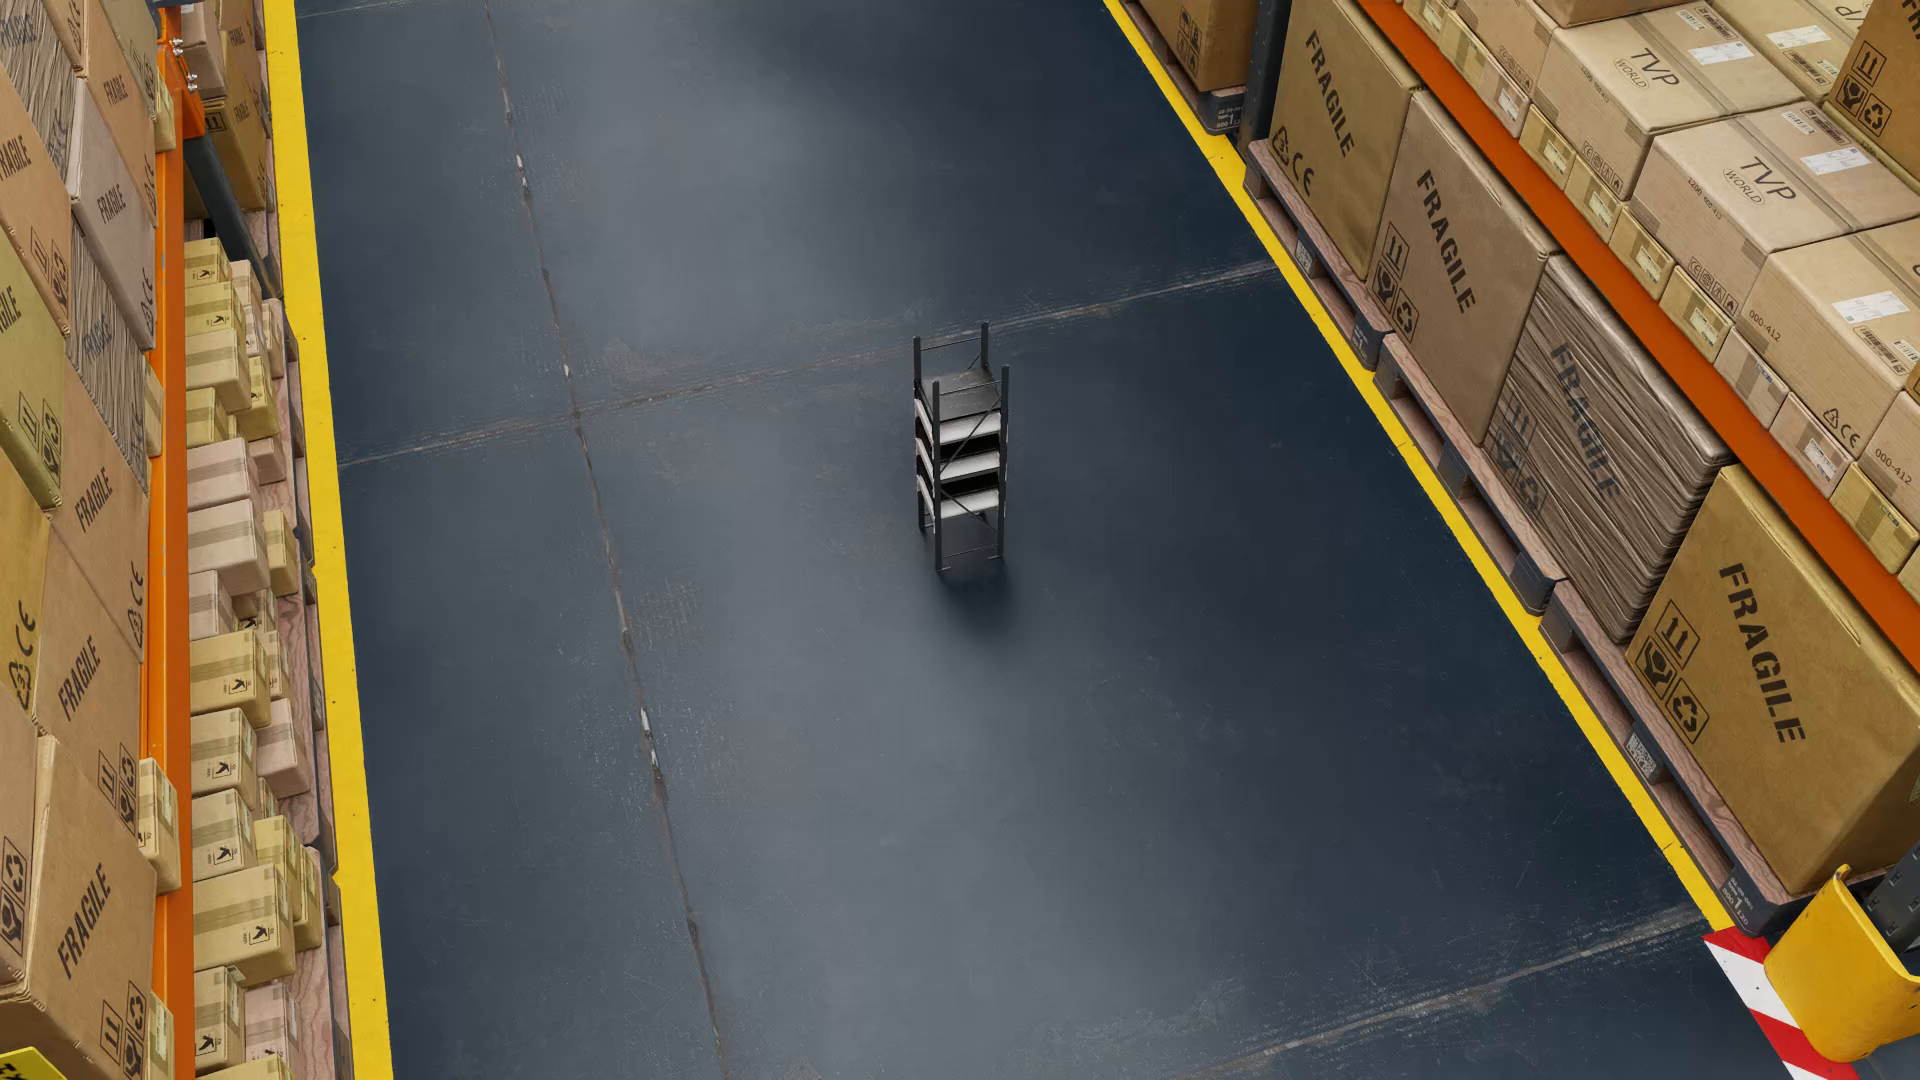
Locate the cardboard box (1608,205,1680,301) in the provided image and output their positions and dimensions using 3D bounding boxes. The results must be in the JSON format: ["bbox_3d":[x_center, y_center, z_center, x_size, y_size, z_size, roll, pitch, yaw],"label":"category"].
[{"bbox_3d":[2.067,-0.839,4.659,0.380,0.149,0.250,-13,51,-11],"label":"cardboard box"}]

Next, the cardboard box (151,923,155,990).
[{"bbox_3d":[-1.798,0.842,3.242,0.380,0.149,0.250,-12,51,-10],"label":"cardboard box"}]

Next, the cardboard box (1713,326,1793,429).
[{"bbox_3d":[2.223,-0.460,4.340,0.380,0.149,0.250,-13,51,-10],"label":"cardboard box"}]

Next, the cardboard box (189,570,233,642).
[{"bbox_3d":[-2.305,0.262,4.768,0.380,0.149,0.250,-13,51,-11],"label":"cardboard box"}]

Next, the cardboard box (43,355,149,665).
[{"bbox_3d":[-2.085,-0.016,3.541,0.500,0.500,0.500,-13,51,-10],"label":"cardboard box"}]

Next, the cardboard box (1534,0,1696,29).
[{"bbox_3d":[1.878,-1.862,4.771,0.500,0.500,0.500,-15,51,-12],"label":"cardboard box"}]

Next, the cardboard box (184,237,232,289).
[{"bbox_3d":[-2.730,-0.880,5.731,0.380,0.149,0.250,-12,51,-10],"label":"cardboard box"}]

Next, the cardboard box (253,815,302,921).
[{"bbox_3d":[-1.967,0.912,4.415,0.380,0.149,0.250,-12,51,-10],"label":"cardboard box"}]

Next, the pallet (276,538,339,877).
[{"bbox_3d":[-2.487,0.601,5.105,1.003,0.211,1.213,-13,51,-11],"label":"pallet"}]

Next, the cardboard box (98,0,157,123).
[{"bbox_3d":[-2.671,-1.512,4.802,0.500,0.500,0.500,-13,51,-11],"label":"cardboard box"}]

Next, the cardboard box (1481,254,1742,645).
[{"bbox_3d":[2.333,-0.364,5.210,0.875,0.875,0.875,-13,51,-11],"label":"cardboard box"}]

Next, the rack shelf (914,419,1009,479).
[{"bbox_3d":[0.002,-0.321,5.358,0.258,0.077,0.200,-13,51,-11],"label":"rack shelf"}]

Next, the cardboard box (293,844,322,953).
[{"bbox_3d":[-1.956,1.013,4.524,0.380,0.149,0.250,-13,51,-11],"label":"cardboard box"}]

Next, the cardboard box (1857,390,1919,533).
[{"bbox_3d":[2.470,-0.141,3.810,0.500,0.250,0.500,-14,51,-12],"label":"cardboard box"}]

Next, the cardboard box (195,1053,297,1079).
[{"bbox_3d":[-1.731,1.381,3.825,0.380,0.149,0.250,-15,52,-13],"label":"cardboard box"}]

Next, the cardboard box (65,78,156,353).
[{"bbox_3d":[-2.372,-0.769,4.176,0.500,0.500,0.500,-14,51,-11],"label":"cardboard box"}]

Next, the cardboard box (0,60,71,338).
[{"bbox_3d":[-2.222,-0.713,3.475,0.500,0.500,0.500,-15,51,-12],"label":"cardboard box"}]

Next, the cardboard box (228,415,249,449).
[{"bbox_3d":[-2.518,-0.235,5.382,0.380,0.149,0.250,-13,51,-11],"label":"cardboard box"}]

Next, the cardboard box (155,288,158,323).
[{"bbox_3d":[-2.412,-0.679,4.524,0.380,0.149,0.250,-15,52,-13],"label":"cardboard box"}]

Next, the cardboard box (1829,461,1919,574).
[{"bbox_3d":[2.369,-0.093,4.031,0.380,0.149,0.250,-13,51,-11],"label":"cardboard box"}]

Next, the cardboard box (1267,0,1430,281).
[{"bbox_3d":[1.803,-1.671,6.312,0.875,0.875,0.875,-13,51,-11],"label":"cardboard box"}]

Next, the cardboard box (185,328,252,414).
[{"bbox_3d":[-2.536,-0.522,5.429,0.380,0.149,0.250,-14,51,-11],"label":"cardboard box"}]

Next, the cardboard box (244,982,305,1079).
[{"bbox_3d":[-1.837,1.283,4.102,0.380,0.149,0.250,-14,51,-11],"label":"cardboard box"}]

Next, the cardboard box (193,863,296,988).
[{"bbox_3d":[-1.880,0.994,4.151,0.380,0.149,0.250,-13,51,-11],"label":"cardboard box"}]

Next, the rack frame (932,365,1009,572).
[{"bbox_3d":[0.032,-0.210,5.338,0.240,0.900,0.006,-13,51,-11],"label":"rack frame"}]

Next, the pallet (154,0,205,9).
[{"bbox_3d":[-3.171,-2.202,5.770,1.003,0.211,1.213,-13,51,-11],"label":"pallet"}]

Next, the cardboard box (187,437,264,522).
[{"bbox_3d":[-2.365,-0.138,5.105,0.380,0.149,0.250,-16,52,-13],"label":"cardboard box"}]

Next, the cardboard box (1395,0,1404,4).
[{"bbox_3d":[1.610,-1.964,5.608,0.380,0.149,0.250,-12,51,-10],"label":"cardboard box"}]

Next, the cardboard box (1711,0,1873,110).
[{"bbox_3d":[2.519,-1.384,4.858,0.500,0.250,0.500,-14,51,-12],"label":"cardboard box"}]

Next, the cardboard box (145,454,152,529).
[{"bbox_3d":[-2.193,-0.109,4.044,0.380,0.149,0.250,-12,51,-10],"label":"cardboard box"}]

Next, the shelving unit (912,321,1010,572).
[{"bbox_3d":[0.002,-0.284,5.401,0.258,0.900,0.210,-13,51,-11],"label":"shelving unit"}]

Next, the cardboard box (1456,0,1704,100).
[{"bbox_3d":[1.874,-1.624,5.061,0.500,0.250,0.500,-12,51,-10],"label":"cardboard box"}]

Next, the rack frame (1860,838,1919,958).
[{"bbox_3d":[2.867,0.201,3.619,1.000,3.000,0.127,-13,51,-11],"label":"rack frame"}]

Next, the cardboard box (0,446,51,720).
[{"bbox_3d":[-1.935,0.043,2.838,0.500,0.500,0.500,-12,51,-10],"label":"cardboard box"}]

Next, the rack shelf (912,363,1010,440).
[{"bbox_3d":[0.002,-0.437,5.220,0.258,0.077,0.200,-13,51,-11],"label":"rack shelf"}]

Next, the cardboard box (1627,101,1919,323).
[{"bbox_3d":[2.170,-0.883,4.436,0.500,0.250,0.500,-15,51,-12],"label":"cardboard box"}]

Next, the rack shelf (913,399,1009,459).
[{"bbox_3d":[0.002,-0.379,5.289,0.258,0.077,0.200,-13,51,-11],"label":"rack shelf"}]

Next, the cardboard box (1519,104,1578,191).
[{"bbox_3d":[1.917,-1.210,4.973,0.380,0.149,0.250,-15,51,-12],"label":"cardboard box"}]

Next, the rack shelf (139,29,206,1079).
[{"bbox_3d":[-2.492,0.020,4.242,1.077,0.370,4.000,-13,51,-11],"label":"rack shelf"}]

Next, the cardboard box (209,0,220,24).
[{"bbox_3d":[-3.210,-2.232,6.540,0.500,0.250,0.500,-12,51,-10],"label":"cardboard box"}]

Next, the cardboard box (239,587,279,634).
[{"bbox_3d":[-2.323,0.282,5.141,0.380,0.149,0.250,-12,51,-10],"label":"cardboard box"}]

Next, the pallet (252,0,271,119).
[{"bbox_3d":[-3.680,-2.235,7.496,1.003,0.211,1.213,-13,51,-11],"label":"pallet"}]

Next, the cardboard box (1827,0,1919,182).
[{"bbox_3d":[2.676,-1.242,4.248,0.500,0.500,0.500,-15,51,-12],"label":"cardboard box"}]

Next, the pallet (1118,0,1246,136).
[{"bbox_3d":[1.384,-2.368,7.608,1.003,0.211,1.213,-13,51,-11],"label":"pallet"}]

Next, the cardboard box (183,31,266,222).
[{"bbox_3d":[-3.049,-1.602,6.499,0.500,0.500,0.500,-12,51,-10],"label":"cardboard box"}]

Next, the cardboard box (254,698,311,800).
[{"bbox_3d":[-2.113,0.647,4.833,0.380,0.149,0.250,-16,52,-13],"label":"cardboard box"}]

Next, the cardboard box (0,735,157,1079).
[{"bbox_3d":[-1.770,0.730,2.913,0.500,0.500,0.500,-11,51,-9],"label":"cardboard box"}]

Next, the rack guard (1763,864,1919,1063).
[{"bbox_3d":[2.874,1.024,4.560,1.175,0.500,0.348,-13,51,-11],"label":"rack guard"}]

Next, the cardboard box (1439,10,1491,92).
[{"bbox_3d":[1.766,-1.586,5.289,0.380,0.149,0.250,-14,51,-11],"label":"cardboard box"}]

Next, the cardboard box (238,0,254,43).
[{"bbox_3d":[-3.375,-2.368,7.145,0.500,0.500,0.500,-13,51,-10],"label":"cardboard box"}]

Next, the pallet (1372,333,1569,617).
[{"bbox_3d":[2.199,-0.356,5.912,1.003,0.211,1.213,-13,51,-11],"label":"pallet"}]

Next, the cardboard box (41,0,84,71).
[{"bbox_3d":[-2.528,-1.465,4.109,0.500,0.500,0.500,-15,51,-12],"label":"cardboard box"}]

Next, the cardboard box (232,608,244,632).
[{"bbox_3d":[-2.326,0.351,4.887,0.380,0.149,0.250,-11,51,-9],"label":"cardboard box"}]

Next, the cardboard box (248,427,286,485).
[{"bbox_3d":[-2.505,-0.293,5.625,0.380,0.149,0.250,-15,51,-12],"label":"cardboard box"}]

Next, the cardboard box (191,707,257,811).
[{"bbox_3d":[-2.105,0.627,4.461,0.380,0.149,0.250,-12,51,-10],"label":"cardboard box"}]

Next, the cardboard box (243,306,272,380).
[{"bbox_3d":[-2.595,-0.632,5.717,0.380,0.149,0.250,-16,52,-13],"label":"cardboard box"}]
